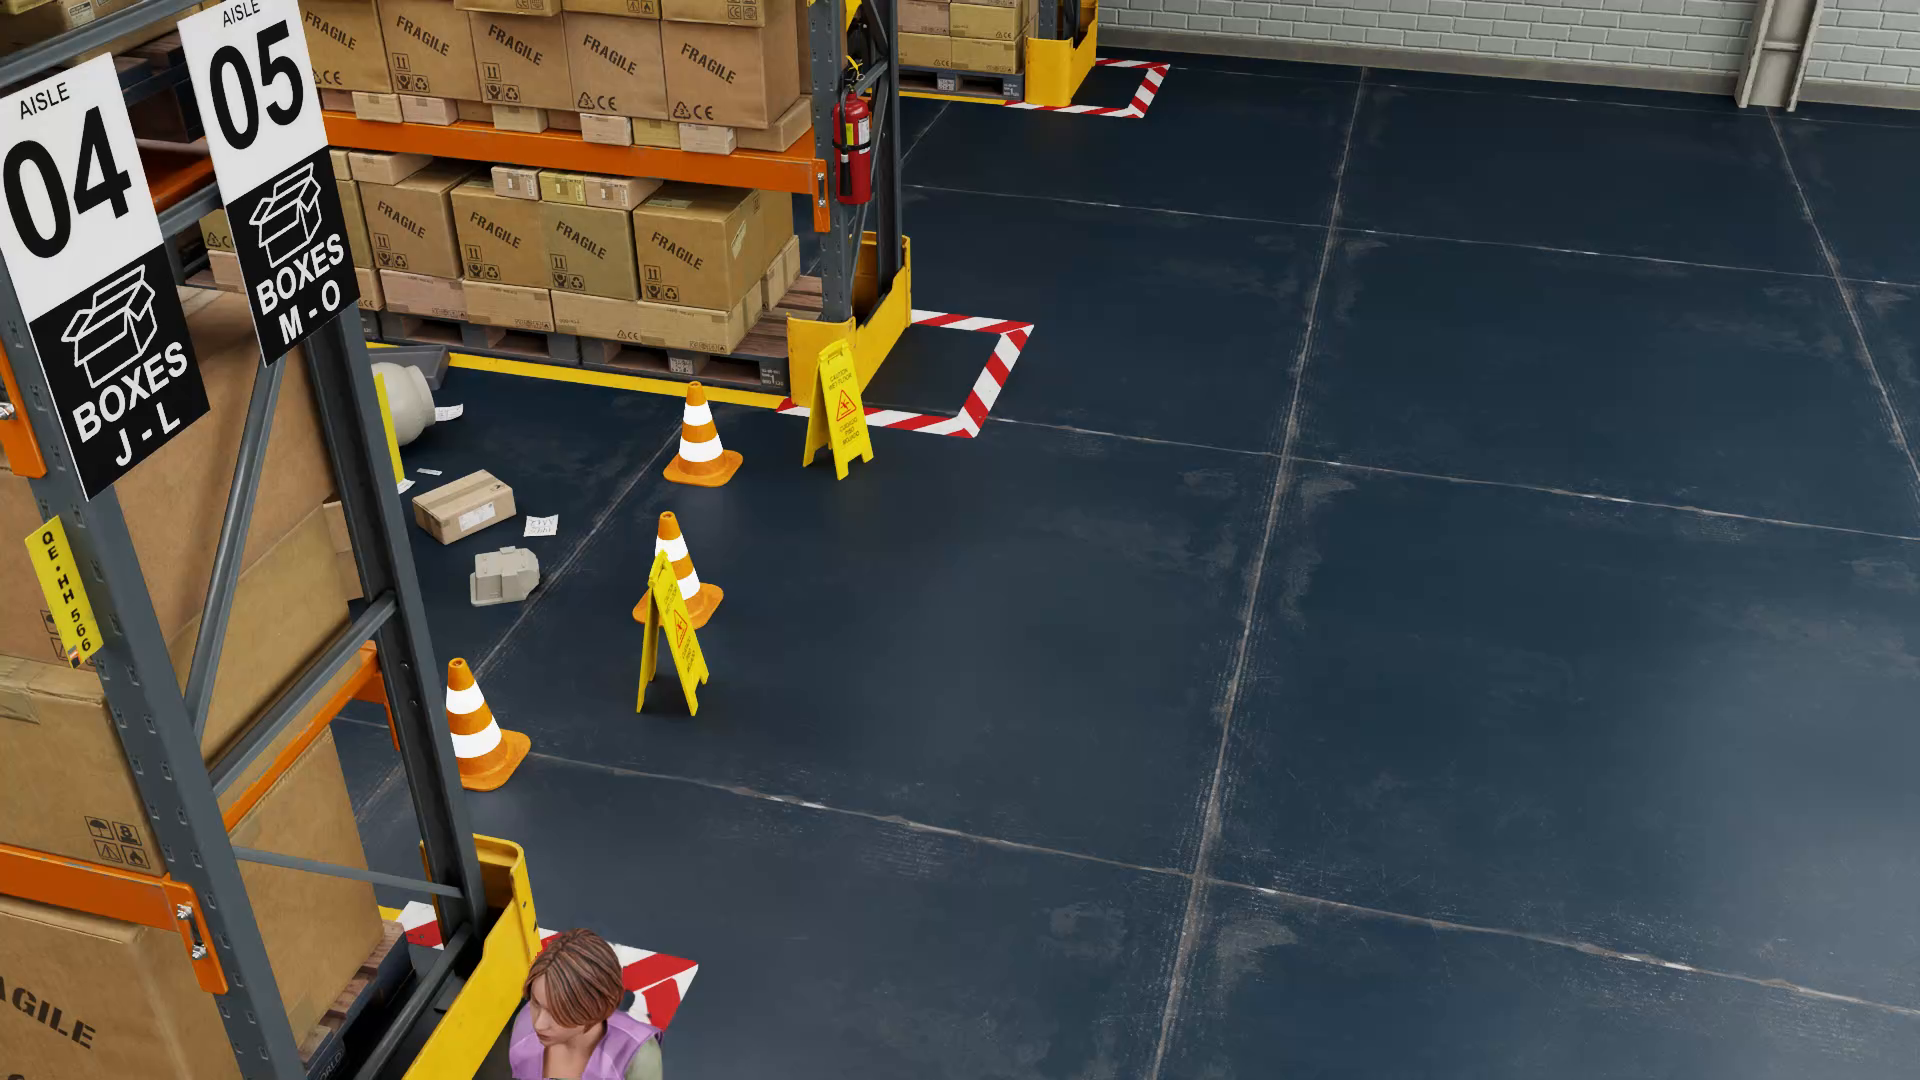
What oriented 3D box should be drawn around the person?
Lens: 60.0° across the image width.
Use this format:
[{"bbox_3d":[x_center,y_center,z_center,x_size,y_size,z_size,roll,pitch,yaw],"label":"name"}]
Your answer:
[{"bbox_3d":[-0.818,1.498,3.854,0.413,1.548,0.881,8,34,12],"label":"person"}]
